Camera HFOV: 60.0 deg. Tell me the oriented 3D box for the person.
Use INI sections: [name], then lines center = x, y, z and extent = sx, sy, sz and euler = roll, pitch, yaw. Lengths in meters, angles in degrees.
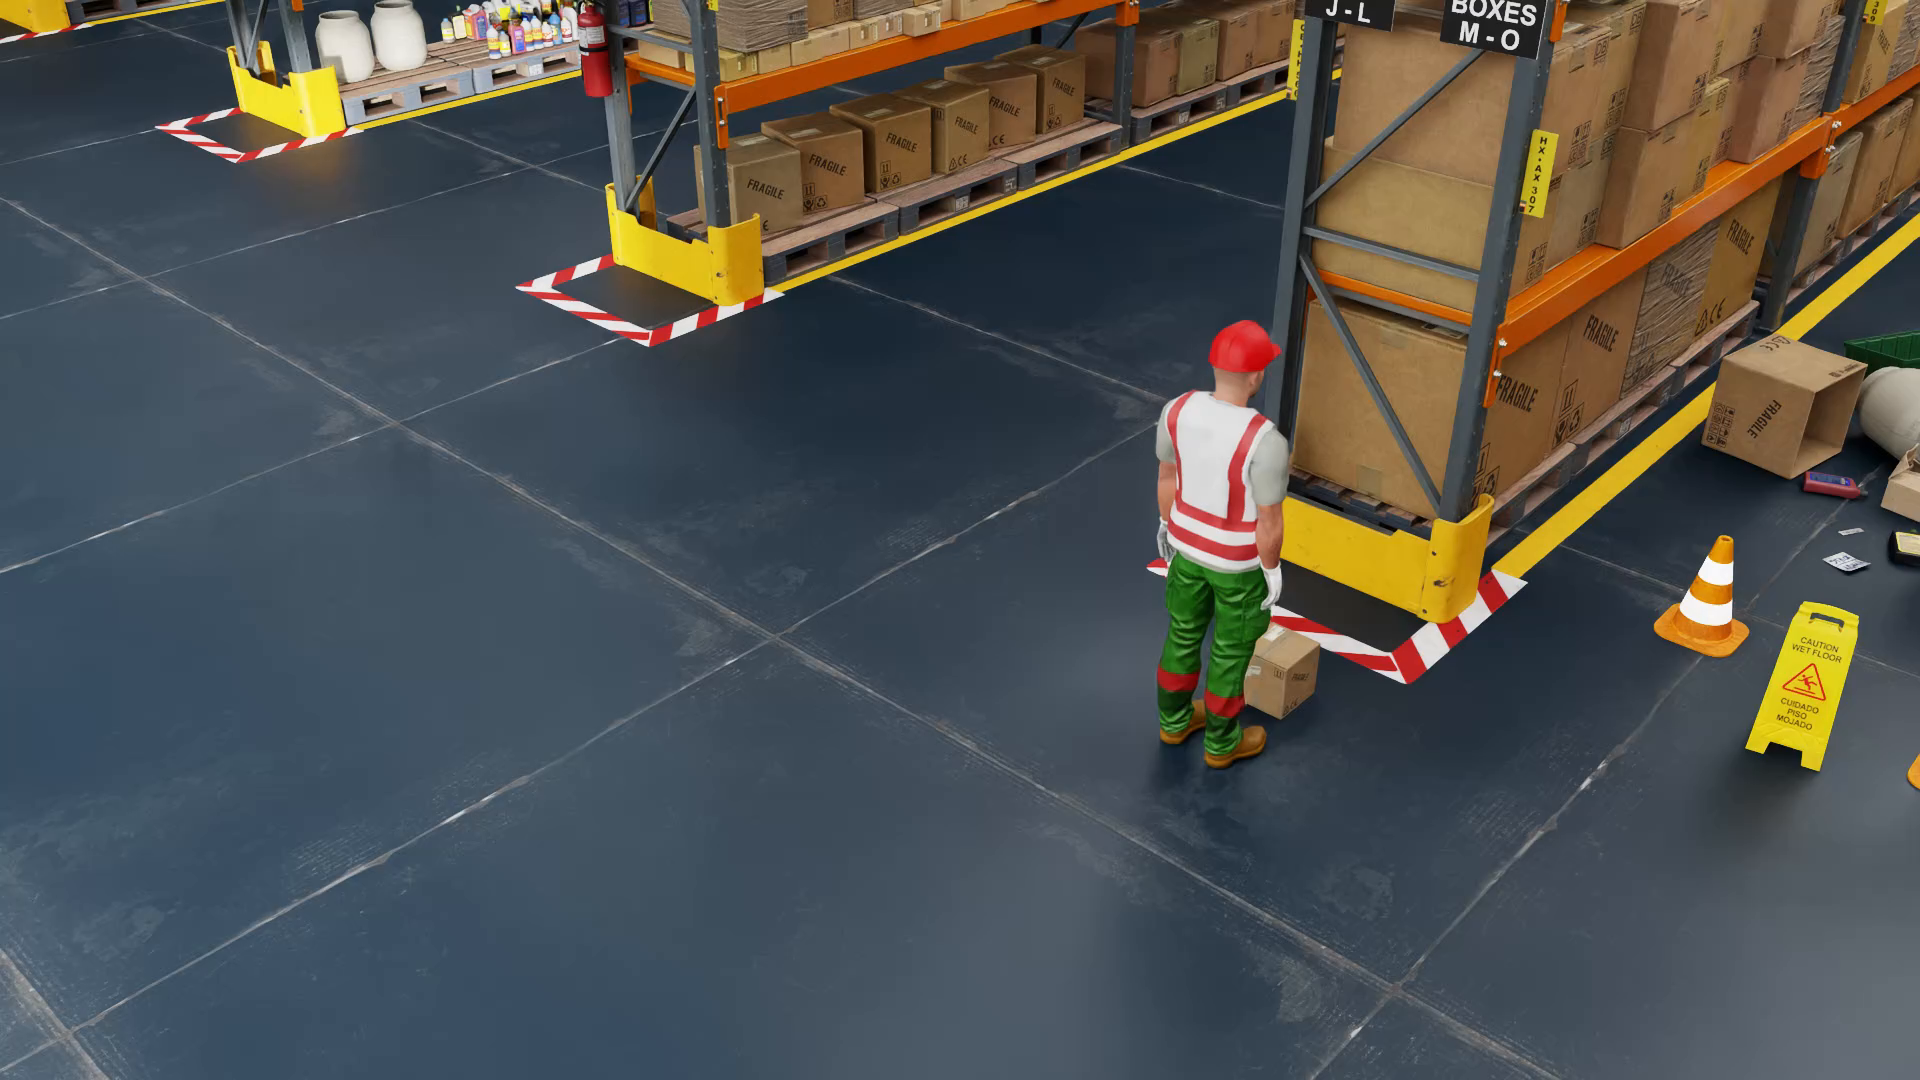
[person]
center = 0.956, 0.028, 6.040
extent = 0.544, 1.792, 0.386
euler = 26, 39, 36
